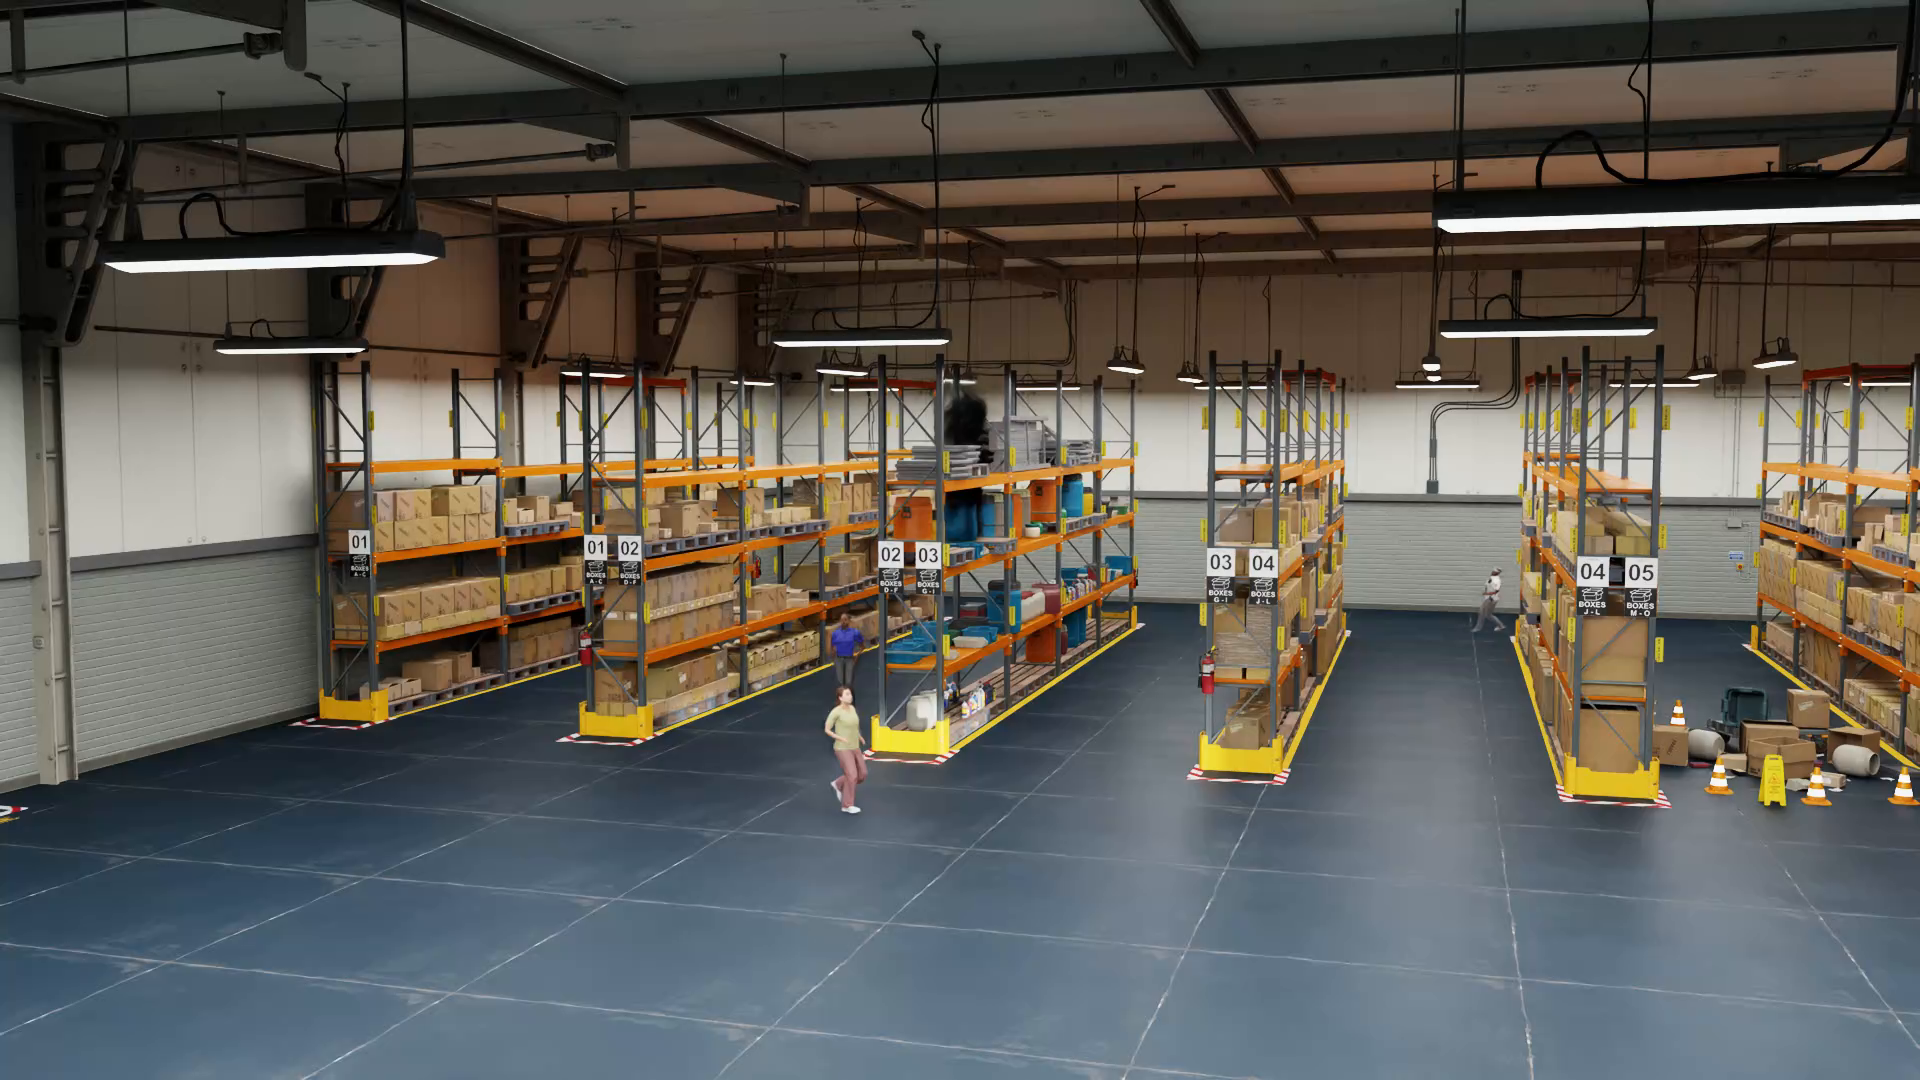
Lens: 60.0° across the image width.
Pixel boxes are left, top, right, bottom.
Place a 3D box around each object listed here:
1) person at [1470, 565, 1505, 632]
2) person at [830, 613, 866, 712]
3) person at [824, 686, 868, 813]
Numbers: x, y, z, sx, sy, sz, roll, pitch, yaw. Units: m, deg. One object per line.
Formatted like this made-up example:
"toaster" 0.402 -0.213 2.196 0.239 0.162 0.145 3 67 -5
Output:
"person" 12.411 1.395 39.061 0.758 1.648 0.706 1 4 12
"person" -1.836 2.013 26.608 0.563 1.679 0.572 1 4 11
"person" -1.480 2.668 21.299 0.569 1.619 0.578 4 5 41
